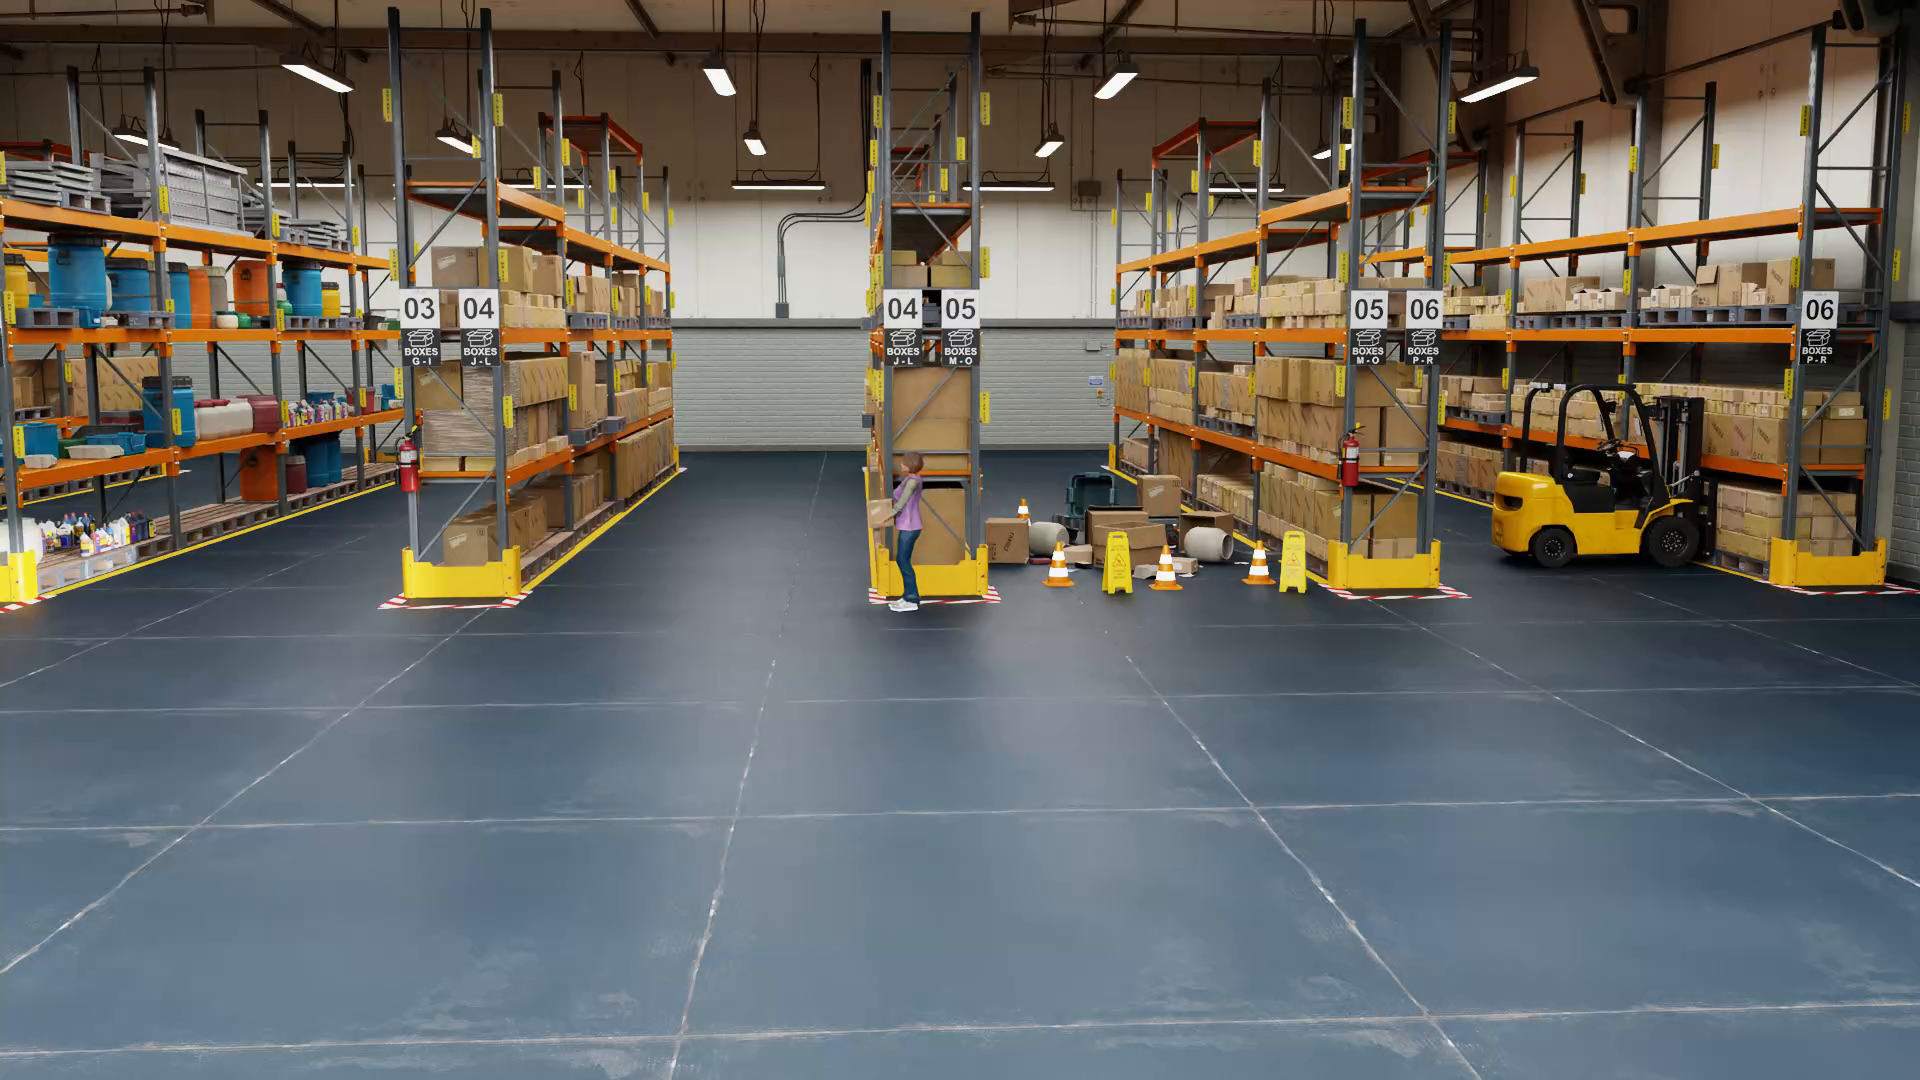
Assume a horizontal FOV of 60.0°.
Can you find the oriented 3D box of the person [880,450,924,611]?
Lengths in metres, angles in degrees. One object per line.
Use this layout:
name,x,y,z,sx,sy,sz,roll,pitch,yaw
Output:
person,-0.571,-0.099,16.560,0.436,1.603,0.443,0,7,1
